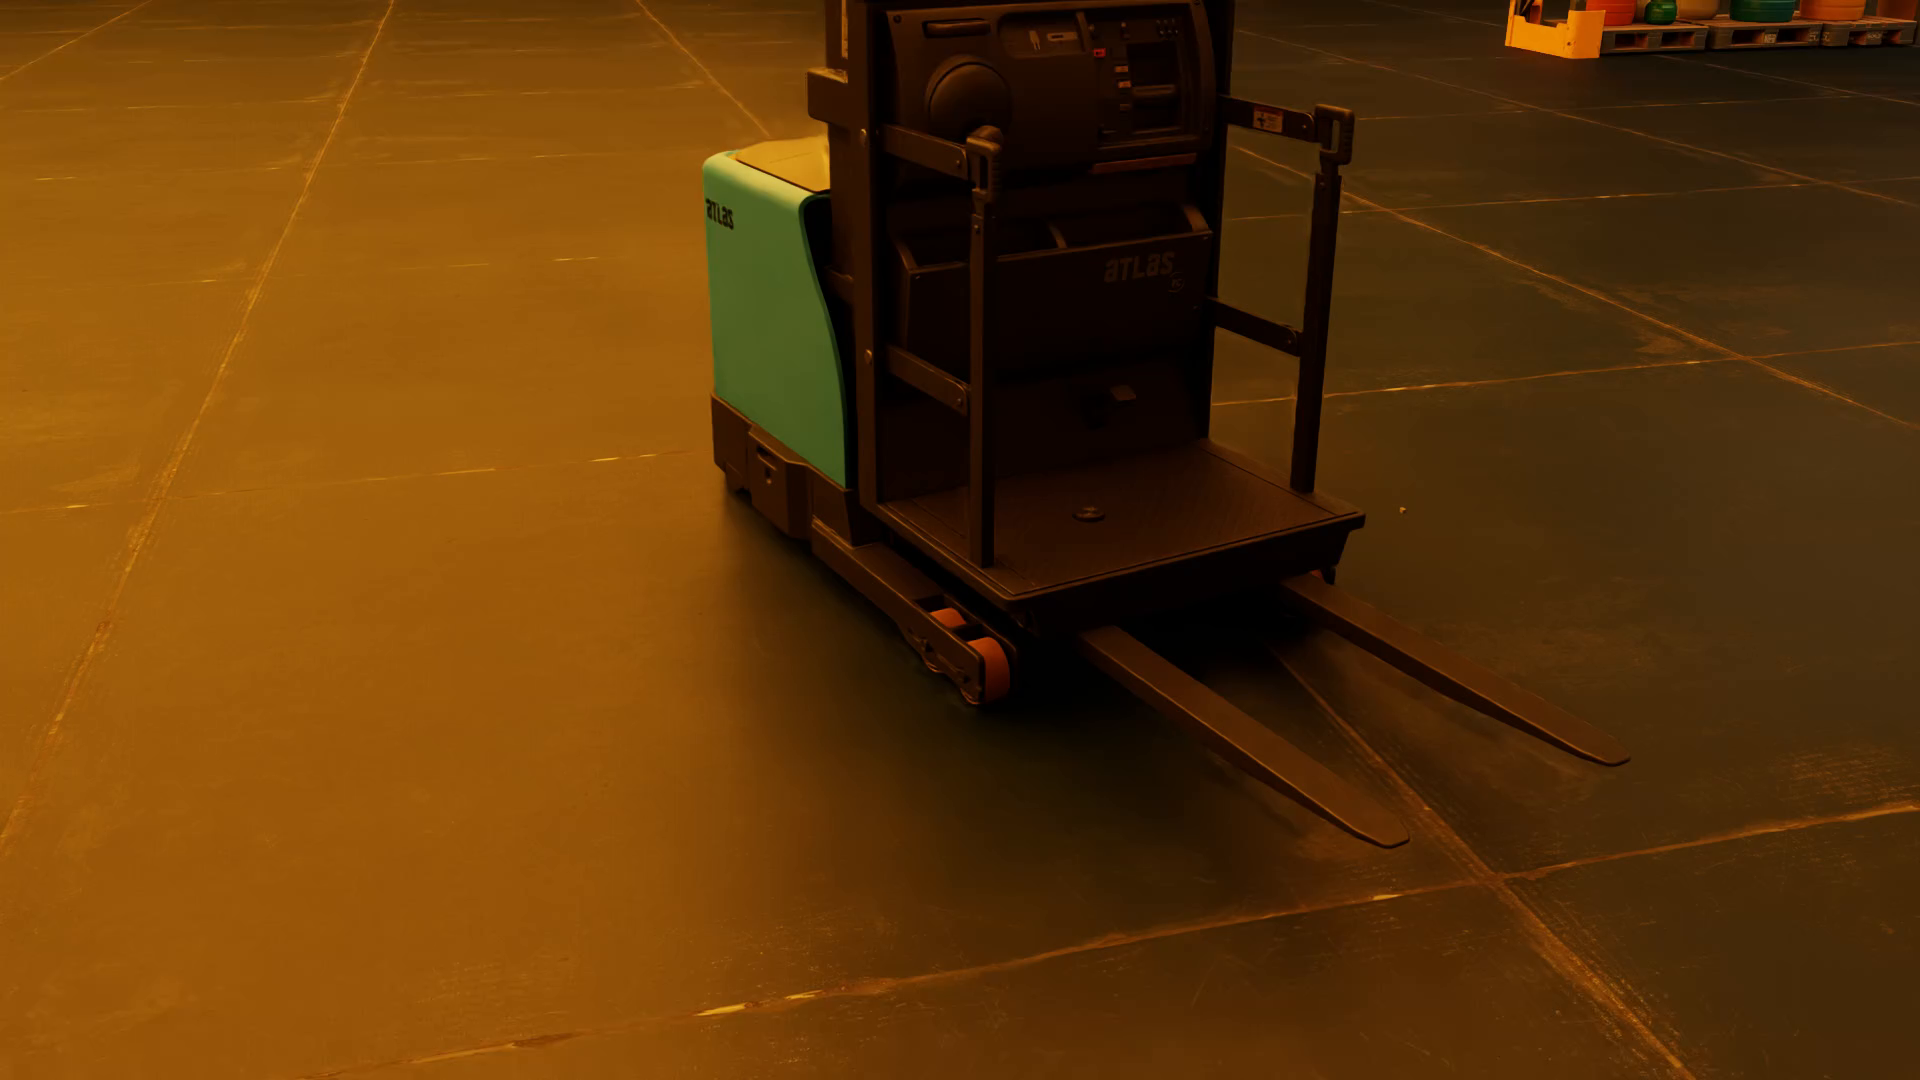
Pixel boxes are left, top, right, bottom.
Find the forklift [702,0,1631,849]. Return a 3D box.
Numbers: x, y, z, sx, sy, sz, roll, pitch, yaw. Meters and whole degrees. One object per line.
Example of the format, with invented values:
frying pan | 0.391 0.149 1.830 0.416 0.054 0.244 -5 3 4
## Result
forklift | 0.352 -1.146 4.003 1.130 2.935 3.031 -12 26 -27
